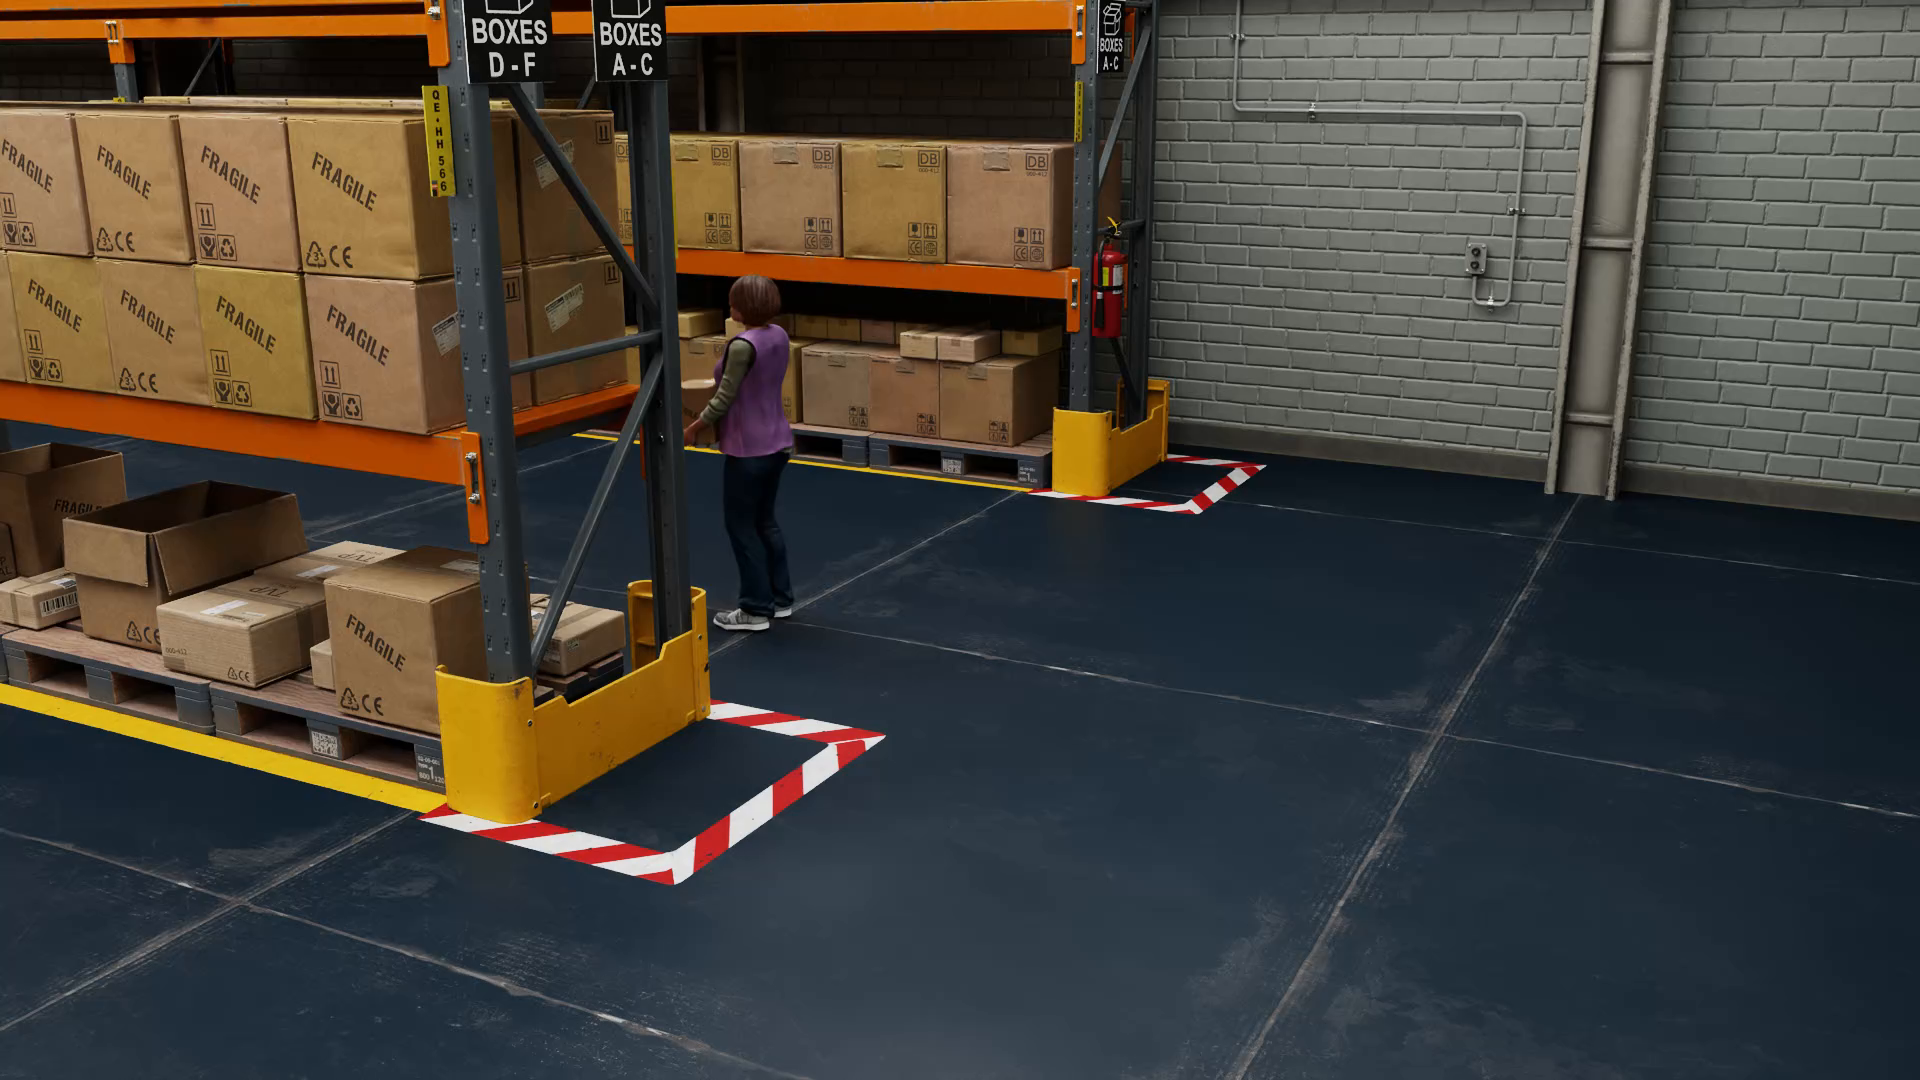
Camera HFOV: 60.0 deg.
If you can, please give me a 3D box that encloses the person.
[{"bbox_3d":[-0.994,-0.396,7.422,0.492,1.594,0.419,7,17,22],"label":"person"}]
